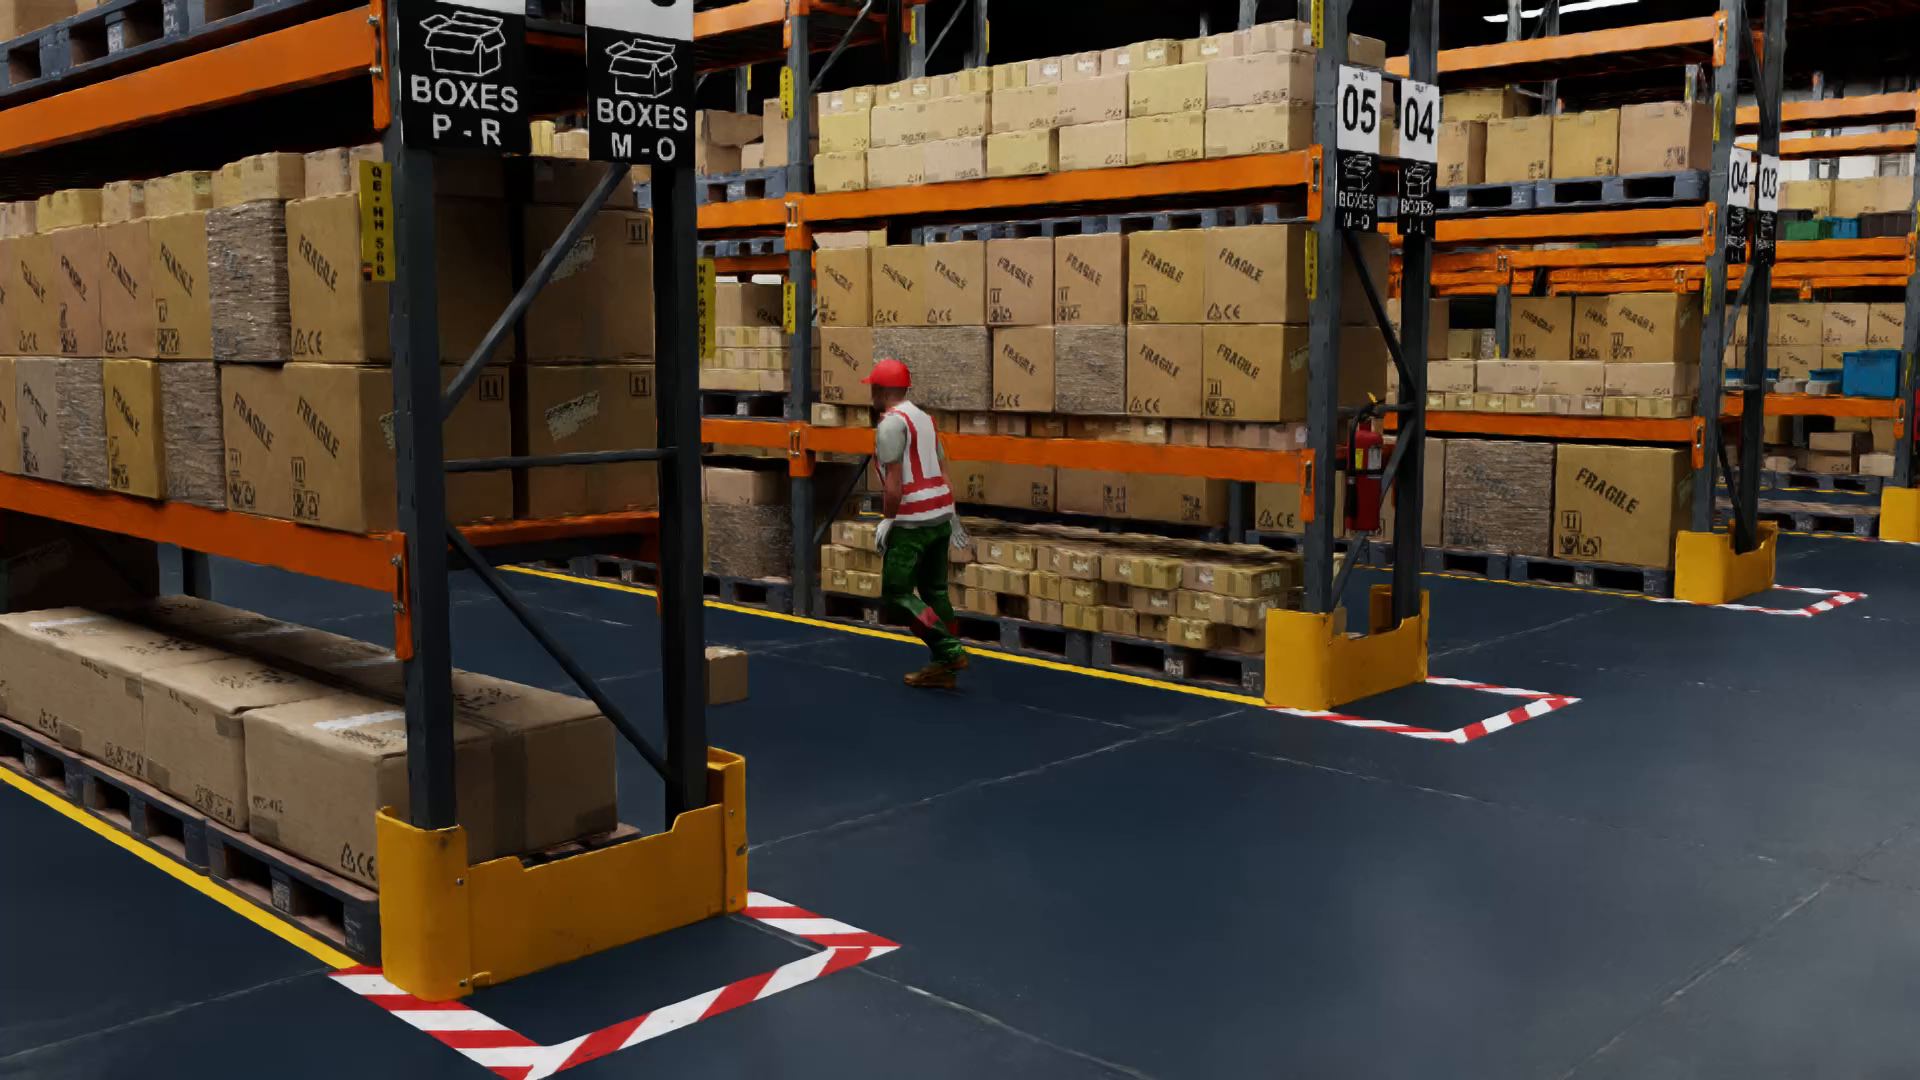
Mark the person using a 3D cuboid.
[{"bbox_3d":[-0.220,-0.075,8.836,0.675,1.761,0.539,3,8,24],"label":"person"}]
